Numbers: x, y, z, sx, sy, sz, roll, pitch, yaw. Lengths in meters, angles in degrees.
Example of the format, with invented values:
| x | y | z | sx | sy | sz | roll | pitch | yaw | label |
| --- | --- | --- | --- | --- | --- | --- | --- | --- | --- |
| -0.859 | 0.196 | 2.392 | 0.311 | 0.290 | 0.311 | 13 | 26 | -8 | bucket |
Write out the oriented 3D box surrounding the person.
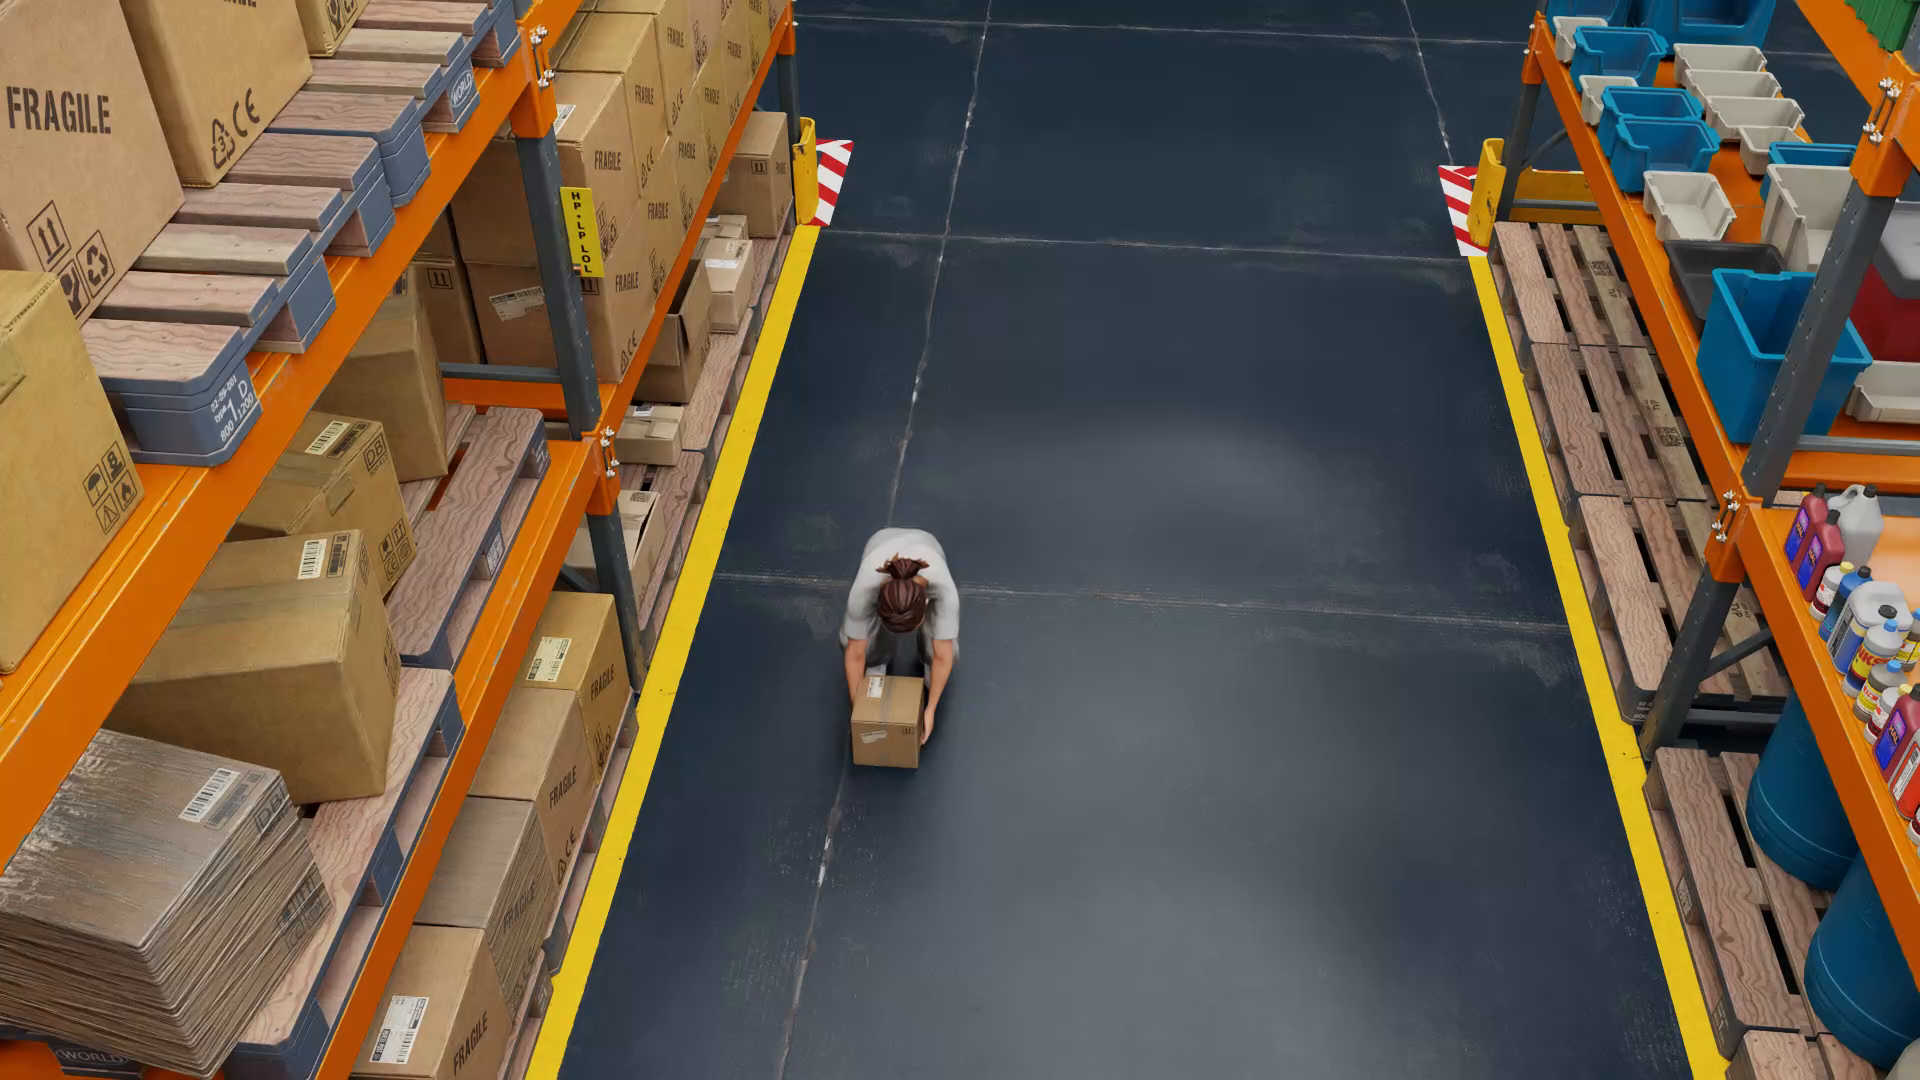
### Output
| x | y | z | sx | sy | sz | roll | pitch | yaw | label |
| --- | --- | --- | --- | --- | --- | --- | --- | --- | --- |
| -0.225 | 0.280 | 6.489 | 0.467 | 0.825 | 0.801 | 3 | 40 | 4 | person |
